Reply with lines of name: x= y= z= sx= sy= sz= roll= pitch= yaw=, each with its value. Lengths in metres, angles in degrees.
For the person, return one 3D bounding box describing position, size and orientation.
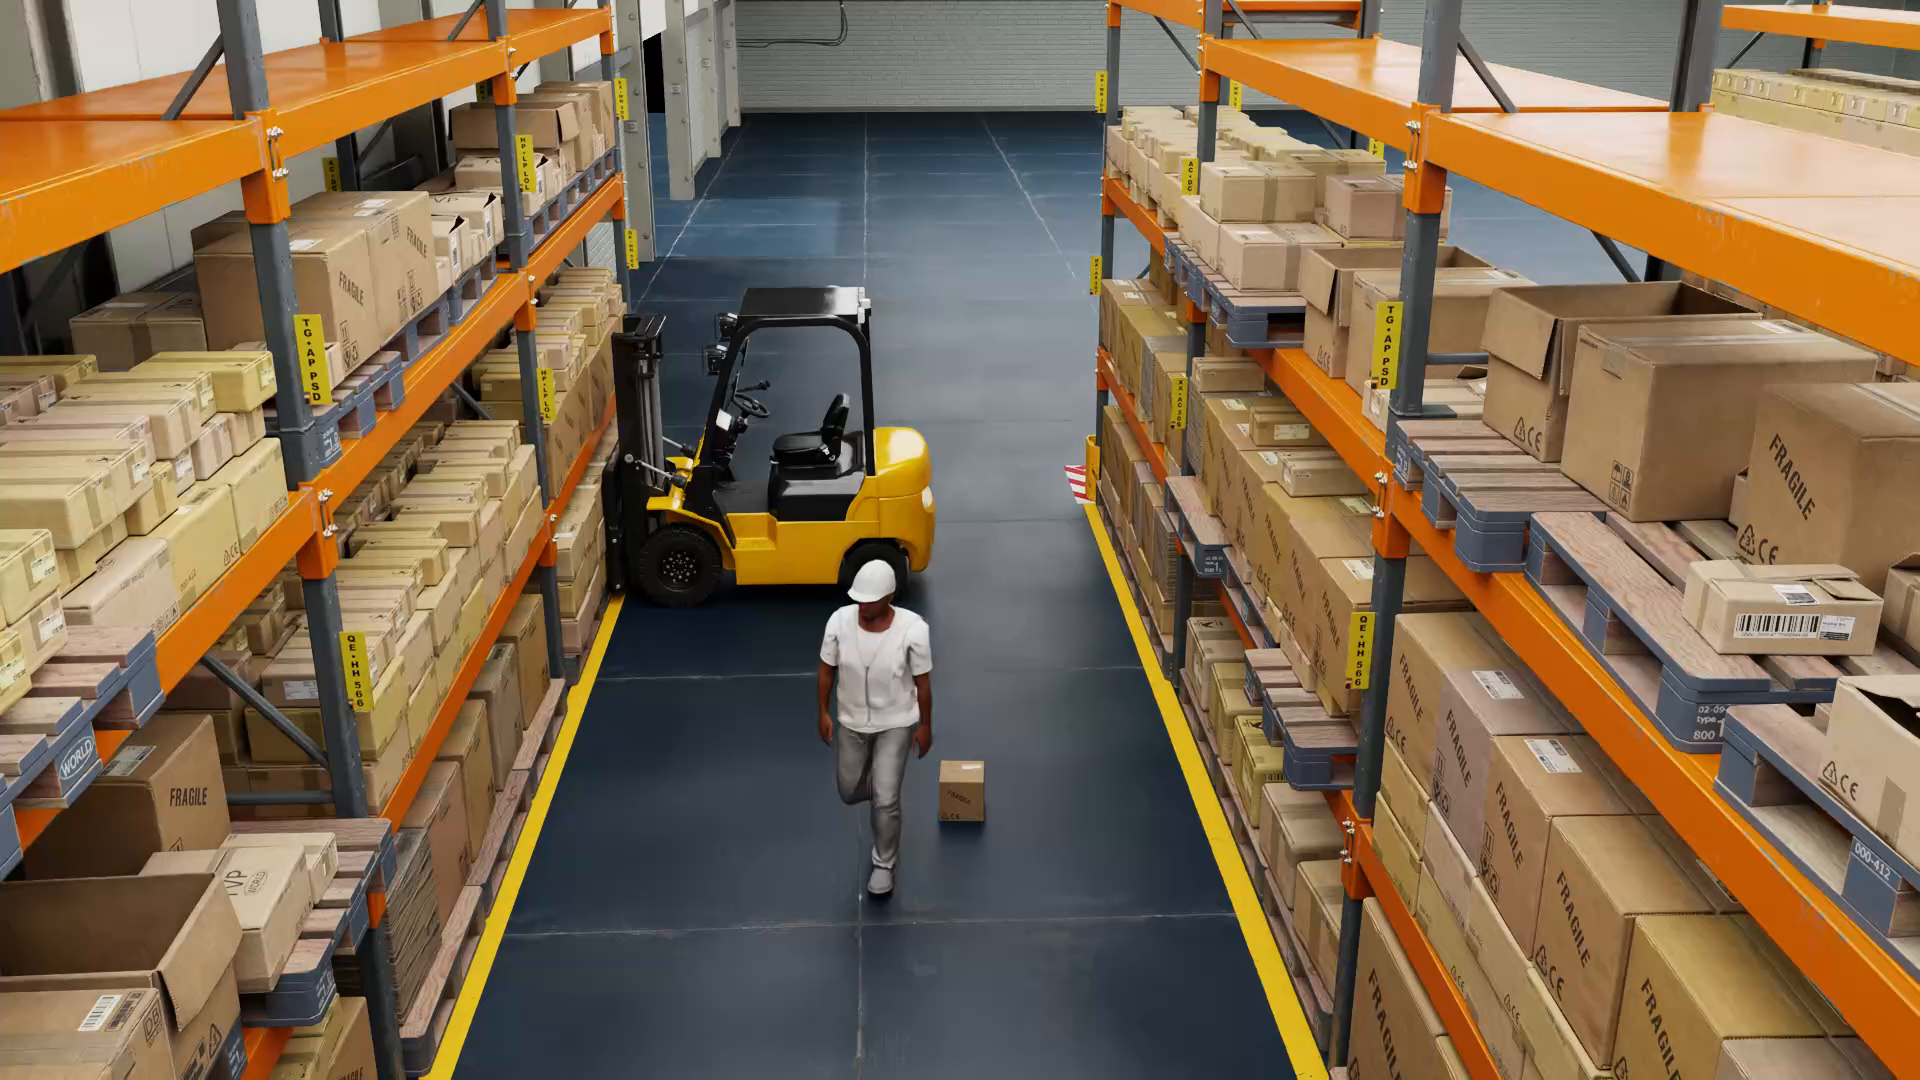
person: x=-0.448 y=0.608 z=8.399 sx=0.601 sy=1.088 sz=0.361 roll=5 pitch=21 yaw=14
